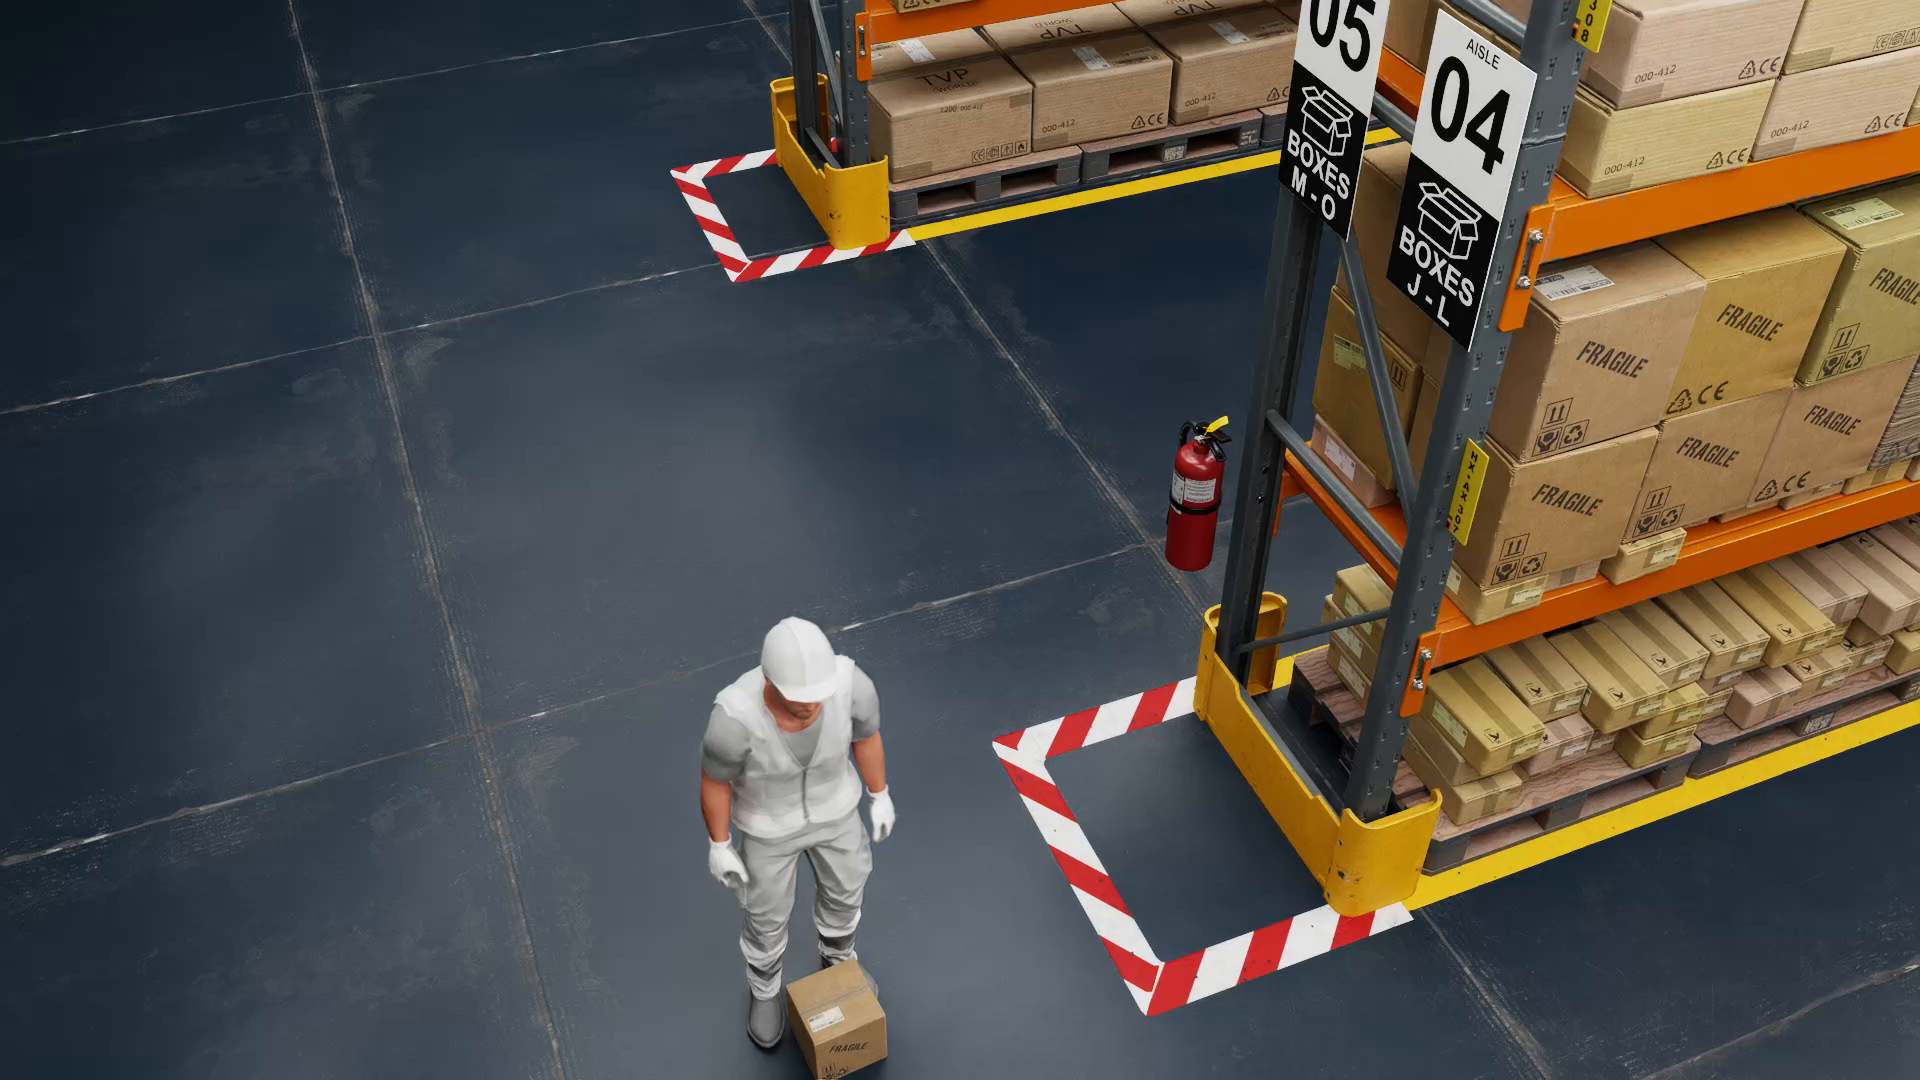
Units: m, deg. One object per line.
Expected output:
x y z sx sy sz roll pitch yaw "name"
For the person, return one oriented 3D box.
-0.491 0.881 5.148 0.609 1.779 0.454 -16 44 -17 "person"
